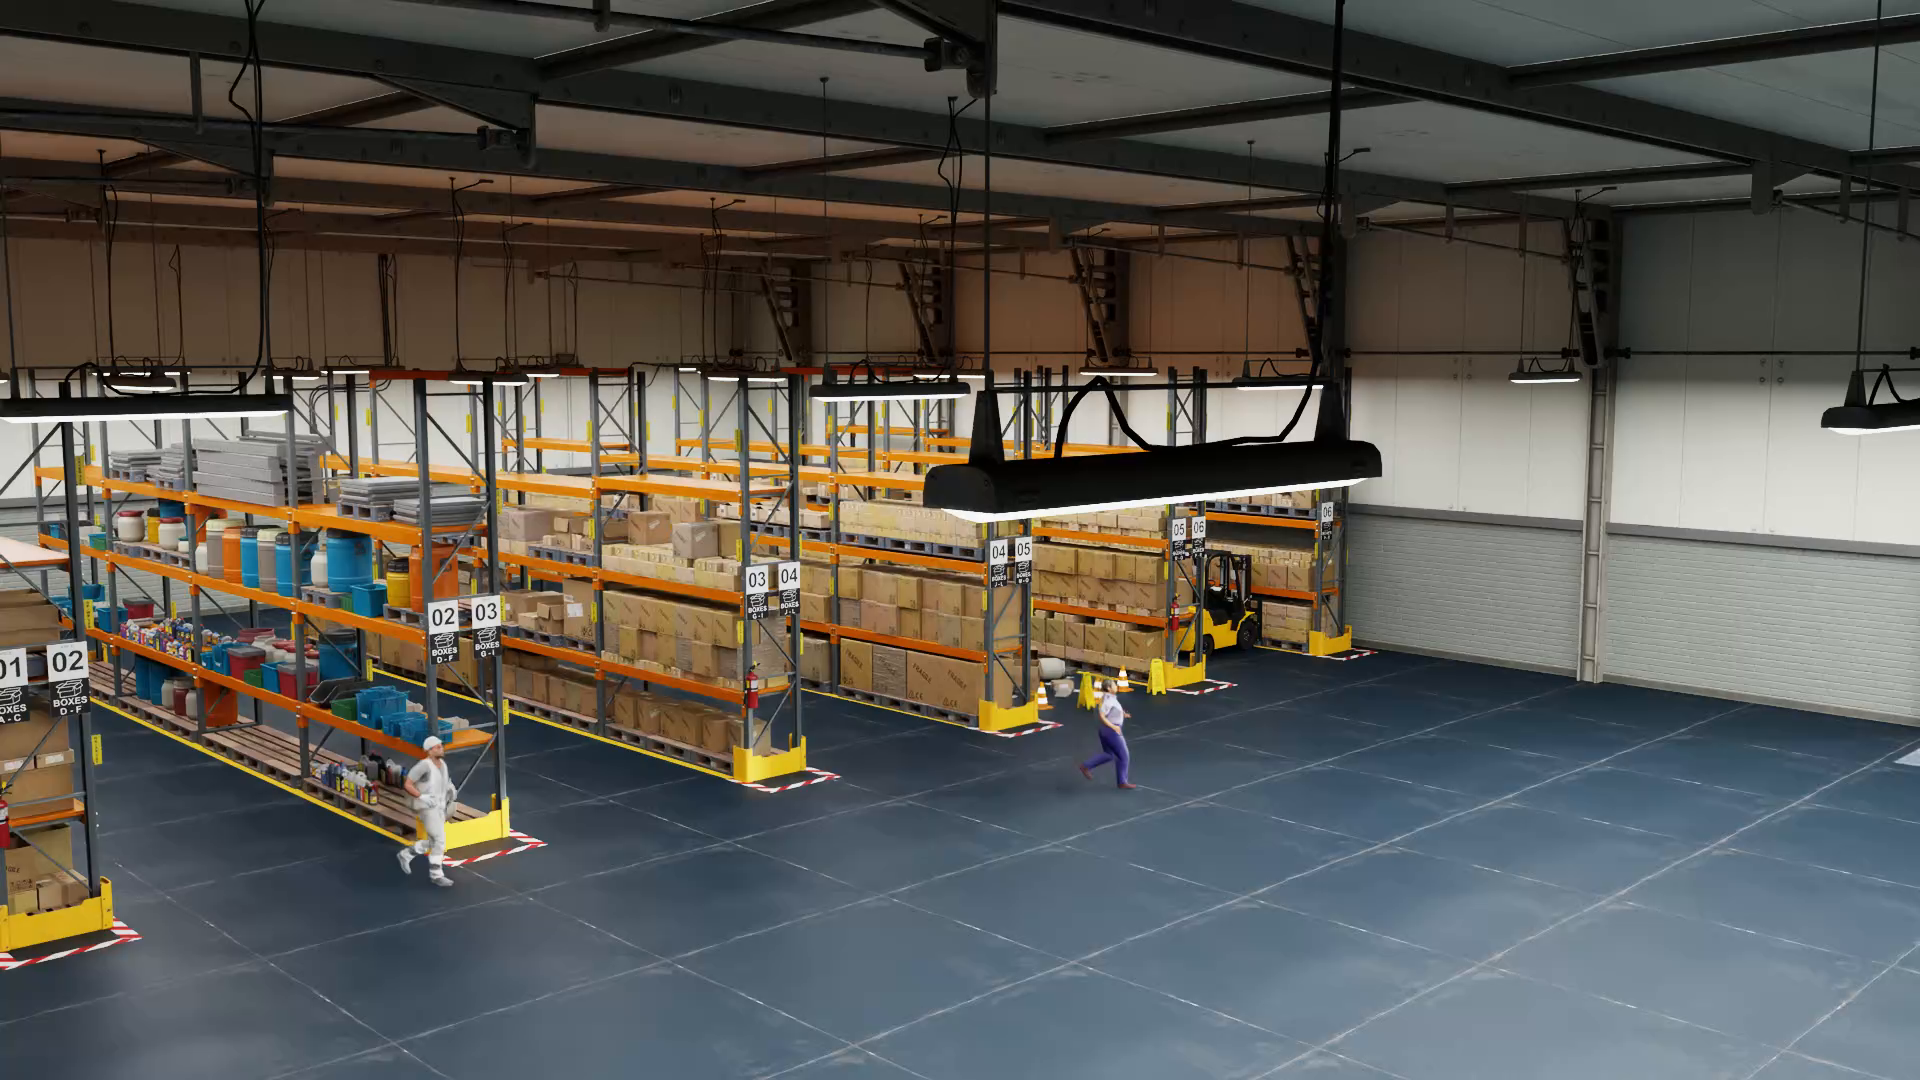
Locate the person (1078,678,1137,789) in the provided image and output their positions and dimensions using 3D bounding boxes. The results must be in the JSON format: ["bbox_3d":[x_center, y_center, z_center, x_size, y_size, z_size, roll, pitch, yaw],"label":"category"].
[{"bbox_3d":[2.153,2.806,24.143,0.842,1.616,0.621,0,6,-4],"label":"person"}]

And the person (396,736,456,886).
[{"bbox_3d":[-6.386,3.229,19.996,0.788,1.745,0.704,2,7,17],"label":"person"}]
